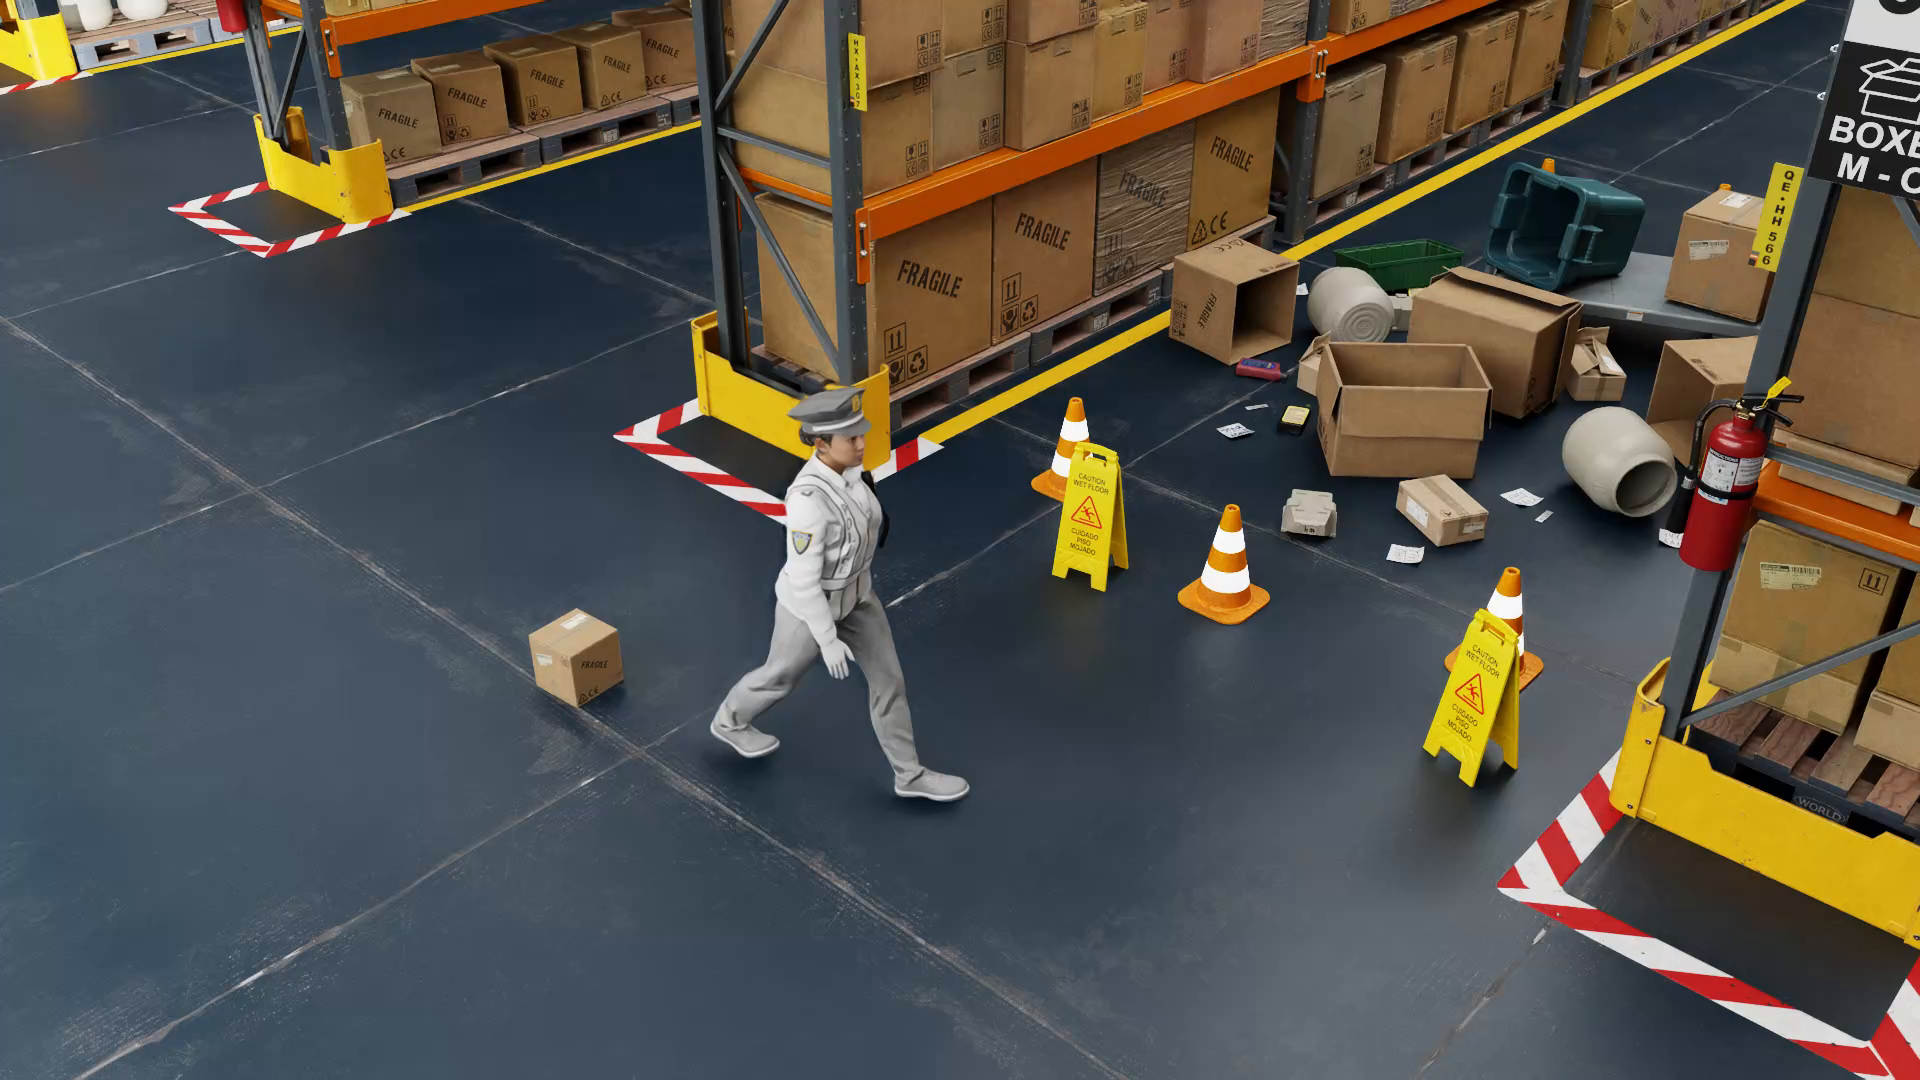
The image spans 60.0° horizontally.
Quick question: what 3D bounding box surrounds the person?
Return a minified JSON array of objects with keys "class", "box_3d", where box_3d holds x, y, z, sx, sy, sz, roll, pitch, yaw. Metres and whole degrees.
[{"class":"person","box_3d":[-0.474,0.204,5.791,1.030,1.626,0.504,14,34,22]}]
